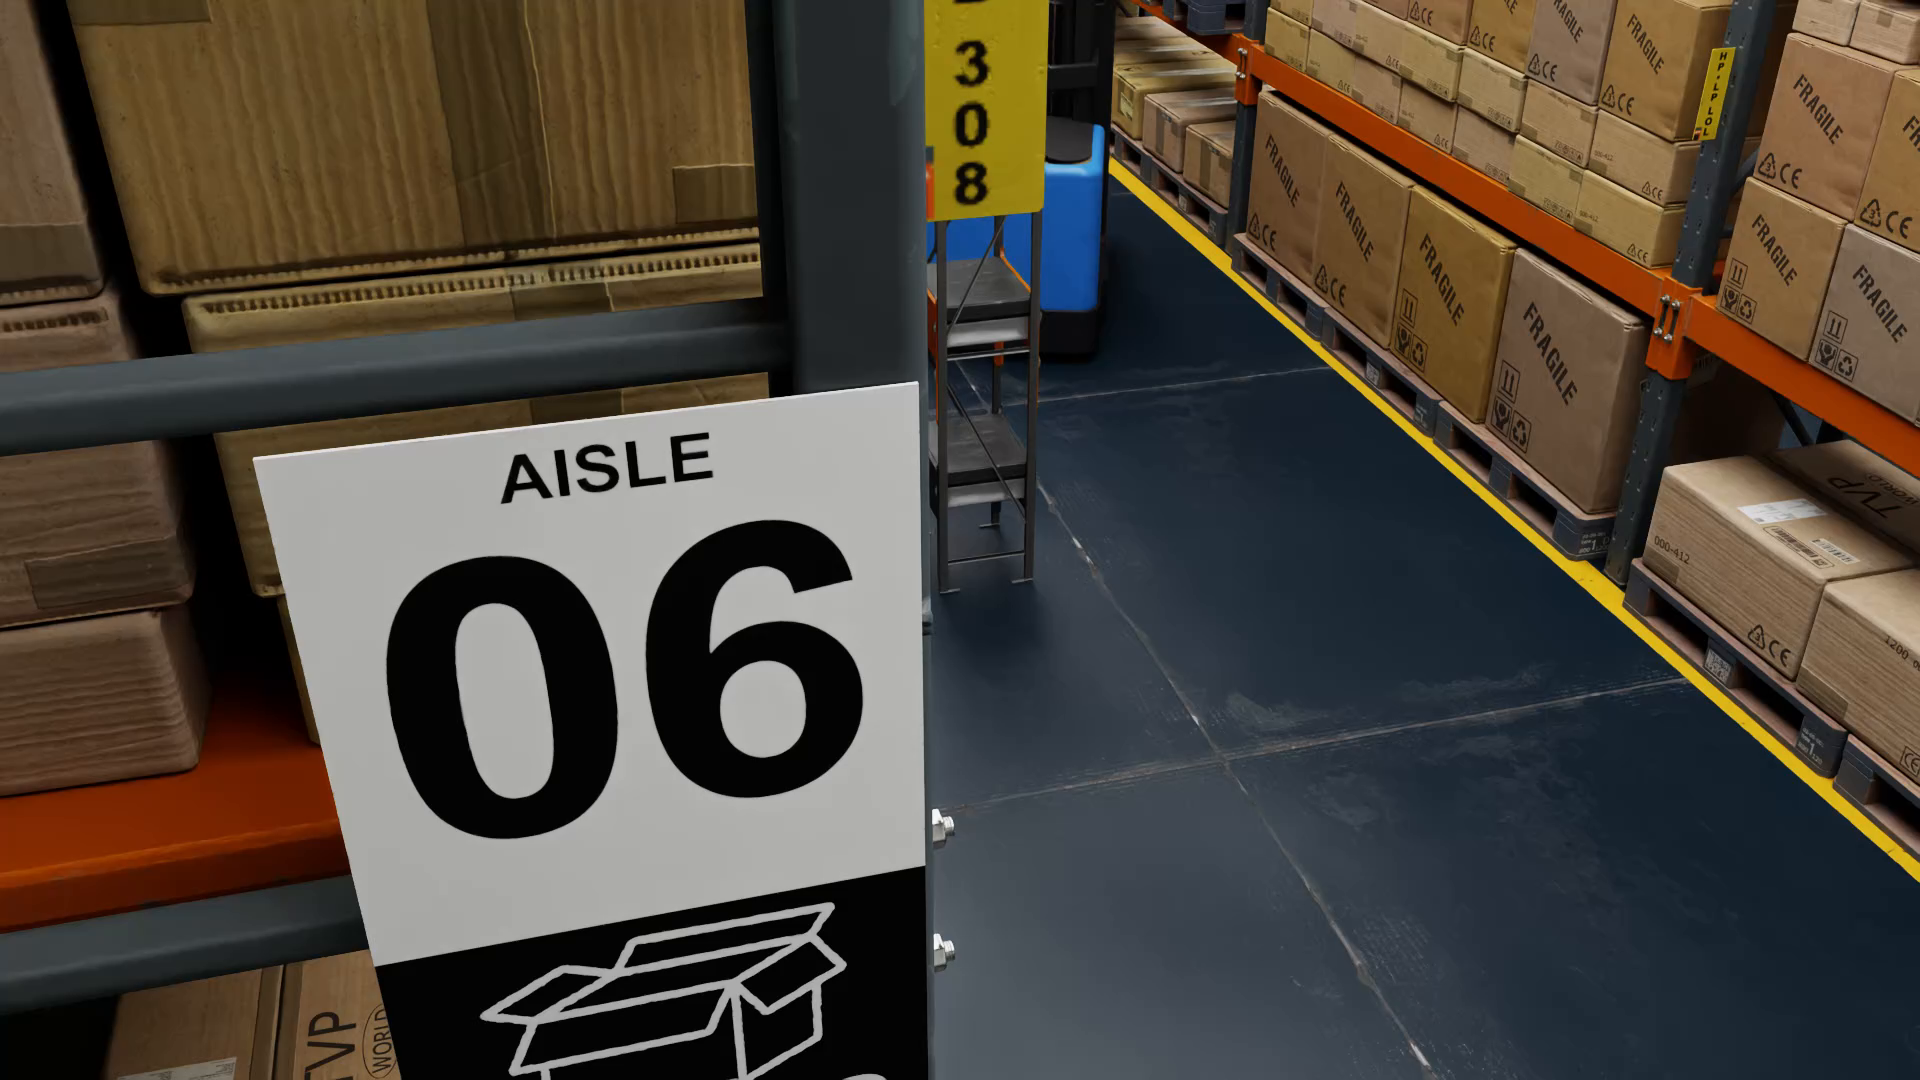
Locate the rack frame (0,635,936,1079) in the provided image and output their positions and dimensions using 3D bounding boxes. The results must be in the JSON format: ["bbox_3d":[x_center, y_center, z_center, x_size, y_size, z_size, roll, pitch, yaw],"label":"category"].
[{"bbox_3d":[-0.517,1.399,1.838,1.000,3.000,0.127,-8,31,-13],"label":"rack frame"}]

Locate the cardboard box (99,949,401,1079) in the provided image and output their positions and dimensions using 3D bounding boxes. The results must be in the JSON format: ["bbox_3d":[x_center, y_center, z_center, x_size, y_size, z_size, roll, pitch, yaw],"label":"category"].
[{"bbox_3d":[-1.031,0.899,2.555,0.500,0.250,0.500,-8,31,-13],"label":"cardboard box"}]

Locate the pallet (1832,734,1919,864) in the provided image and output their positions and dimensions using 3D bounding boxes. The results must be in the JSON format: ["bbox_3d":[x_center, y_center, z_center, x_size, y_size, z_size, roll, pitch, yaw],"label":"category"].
[{"bbox_3d":[3.659,0.980,5.345,1.003,0.211,1.213,-8,31,-13],"label":"pallet"}]

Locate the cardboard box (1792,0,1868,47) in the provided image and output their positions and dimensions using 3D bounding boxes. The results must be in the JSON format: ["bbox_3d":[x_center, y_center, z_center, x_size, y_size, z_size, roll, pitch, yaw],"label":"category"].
[{"bbox_3d":[3.039,-1.764,5.558,0.380,0.149,0.250,-8,31,-14],"label":"cardboard box"}]

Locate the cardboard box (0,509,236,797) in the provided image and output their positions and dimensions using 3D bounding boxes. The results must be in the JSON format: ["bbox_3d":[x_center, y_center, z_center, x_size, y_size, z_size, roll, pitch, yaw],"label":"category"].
[{"bbox_3d":[-0.825,0.086,1.364,0.380,0.149,0.250,-7,31,-12],"label":"cardboard box"}]

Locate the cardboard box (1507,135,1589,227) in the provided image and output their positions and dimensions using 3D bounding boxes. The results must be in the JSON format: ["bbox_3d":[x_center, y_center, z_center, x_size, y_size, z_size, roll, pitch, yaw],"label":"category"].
[{"bbox_3d":[2.709,-1.559,7.099,0.500,0.250,0.500,-8,31,-14],"label":"cardboard box"}]

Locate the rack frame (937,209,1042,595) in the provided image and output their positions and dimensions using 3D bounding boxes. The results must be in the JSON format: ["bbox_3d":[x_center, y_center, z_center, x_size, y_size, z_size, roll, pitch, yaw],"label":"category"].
[{"bbox_3d":[0.109,-0.711,6.382,0.400,2.100,0.015,-8,31,-13],"label":"rack frame"}]

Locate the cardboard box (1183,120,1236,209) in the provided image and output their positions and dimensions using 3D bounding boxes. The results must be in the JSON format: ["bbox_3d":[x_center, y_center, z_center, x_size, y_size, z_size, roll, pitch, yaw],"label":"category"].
[{"bbox_3d":[2.003,-2.445,10.684,0.950,0.372,0.625,-10,32,-17],"label":"cardboard box"}]

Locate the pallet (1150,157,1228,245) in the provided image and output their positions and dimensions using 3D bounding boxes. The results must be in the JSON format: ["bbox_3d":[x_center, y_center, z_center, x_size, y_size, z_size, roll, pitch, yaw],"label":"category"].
[{"bbox_3d":[1.938,-2.297,11.008,1.003,0.211,1.213,-8,31,-13],"label":"pallet"}]

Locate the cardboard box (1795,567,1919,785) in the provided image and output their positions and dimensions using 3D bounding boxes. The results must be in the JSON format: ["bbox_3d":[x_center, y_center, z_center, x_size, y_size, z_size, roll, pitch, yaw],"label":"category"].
[{"bbox_3d":[3.507,0.482,5.561,0.875,0.438,0.875,-9,31,-15],"label":"cardboard box"}]

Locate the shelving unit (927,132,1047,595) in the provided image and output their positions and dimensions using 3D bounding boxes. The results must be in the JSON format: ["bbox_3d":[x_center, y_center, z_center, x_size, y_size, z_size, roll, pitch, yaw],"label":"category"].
[{"bbox_3d":[0.044,-0.829,6.586,0.431,2.100,0.503,-8,31,-13],"label":"shelving unit"}]

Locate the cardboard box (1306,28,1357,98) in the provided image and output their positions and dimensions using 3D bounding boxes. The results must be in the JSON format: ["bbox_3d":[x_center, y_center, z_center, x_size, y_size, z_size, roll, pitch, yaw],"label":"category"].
[{"bbox_3d":[2.184,-2.546,8.804,0.500,0.250,0.500,-9,31,-15],"label":"cardboard box"}]

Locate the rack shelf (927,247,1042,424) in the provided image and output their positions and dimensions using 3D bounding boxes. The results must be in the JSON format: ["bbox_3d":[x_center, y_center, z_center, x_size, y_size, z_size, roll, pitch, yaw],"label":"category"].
[{"bbox_3d":[0.044,-0.817,6.593,0.431,0.518,0.480,-8,31,-13],"label":"rack shelf"}]

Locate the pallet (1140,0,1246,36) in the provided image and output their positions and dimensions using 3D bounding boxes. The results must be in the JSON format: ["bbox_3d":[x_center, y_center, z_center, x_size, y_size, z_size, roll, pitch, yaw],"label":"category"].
[{"bbox_3d":[1.852,-3.373,10.275,1.213,0.211,1.003,-8,31,-13],"label":"pallet"}]

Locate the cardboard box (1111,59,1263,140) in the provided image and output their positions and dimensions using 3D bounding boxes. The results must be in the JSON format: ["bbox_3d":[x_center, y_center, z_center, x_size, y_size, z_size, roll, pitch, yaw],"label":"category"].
[{"bbox_3d":[1.604,-3.167,11.932,0.950,0.372,0.625,-7,31,-12],"label":"cardboard box"}]

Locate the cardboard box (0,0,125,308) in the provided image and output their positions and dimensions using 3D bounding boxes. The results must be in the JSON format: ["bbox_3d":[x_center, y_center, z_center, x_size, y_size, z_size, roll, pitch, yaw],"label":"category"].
[{"bbox_3d":[-0.905,-0.357,1.231,0.500,0.250,0.500,-9,31,-15],"label":"cardboard box"}]

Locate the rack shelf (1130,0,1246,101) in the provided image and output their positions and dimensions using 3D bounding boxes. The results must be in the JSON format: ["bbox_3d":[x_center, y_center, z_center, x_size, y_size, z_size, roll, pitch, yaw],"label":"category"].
[{"bbox_3d":[1.613,-3.781,11.506,1.077,0.370,4.000,-8,31,-13],"label":"rack shelf"}]

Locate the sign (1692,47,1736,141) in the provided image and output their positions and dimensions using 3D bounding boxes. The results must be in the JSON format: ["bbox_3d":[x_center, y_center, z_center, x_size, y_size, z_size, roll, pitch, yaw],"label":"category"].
[{"bbox_3d":[2.685,-1.584,5.916,0.100,0.325,0.005,-8,31,-13],"label":"sign"}]

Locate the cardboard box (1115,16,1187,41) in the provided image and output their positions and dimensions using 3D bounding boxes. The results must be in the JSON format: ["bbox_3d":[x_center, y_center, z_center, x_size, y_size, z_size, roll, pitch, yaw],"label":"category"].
[{"bbox_3d":[1.224,-3.850,13.111,0.950,0.372,0.625,-7,31,-13],"label":"cardboard box"}]

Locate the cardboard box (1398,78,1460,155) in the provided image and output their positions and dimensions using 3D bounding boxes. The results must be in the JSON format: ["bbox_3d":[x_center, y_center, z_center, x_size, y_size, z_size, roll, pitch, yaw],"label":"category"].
[{"bbox_3d":[2.452,-2.054,7.954,0.500,0.250,0.500,-8,31,-13],"label":"cardboard box"}]

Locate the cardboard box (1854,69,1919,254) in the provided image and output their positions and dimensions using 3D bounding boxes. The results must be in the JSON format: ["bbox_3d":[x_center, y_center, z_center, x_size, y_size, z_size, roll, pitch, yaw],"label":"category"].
[{"bbox_3d":[3.226,-1.164,5.168,0.500,0.500,0.500,-8,31,-14],"label":"cardboard box"}]

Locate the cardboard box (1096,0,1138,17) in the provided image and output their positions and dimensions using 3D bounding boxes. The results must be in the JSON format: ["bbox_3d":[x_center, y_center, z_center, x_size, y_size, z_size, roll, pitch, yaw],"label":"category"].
[{"bbox_3d":[1.186,-4.695,13.945,0.500,0.500,0.500,-6,31,-11],"label":"cardboard box"}]

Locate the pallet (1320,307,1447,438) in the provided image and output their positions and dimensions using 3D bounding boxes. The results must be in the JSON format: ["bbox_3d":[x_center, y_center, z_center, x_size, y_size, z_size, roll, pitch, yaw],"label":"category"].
[{"bbox_3d":[2.601,-0.941,8.664,1.003,0.211,1.213,-8,31,-13],"label":"pallet"}]

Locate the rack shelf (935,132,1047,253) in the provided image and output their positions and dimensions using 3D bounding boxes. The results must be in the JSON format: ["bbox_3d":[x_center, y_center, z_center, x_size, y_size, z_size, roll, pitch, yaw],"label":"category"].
[{"bbox_3d":[0.044,-1.423,6.242,0.431,0.518,0.480,-8,31,-13],"label":"rack shelf"}]

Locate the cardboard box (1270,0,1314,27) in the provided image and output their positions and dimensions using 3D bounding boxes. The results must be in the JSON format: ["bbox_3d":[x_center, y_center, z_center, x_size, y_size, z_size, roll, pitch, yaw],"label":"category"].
[{"bbox_3d":[2.040,-3.000,9.090,0.500,0.250,0.500,-8,31,-14],"label":"cardboard box"}]

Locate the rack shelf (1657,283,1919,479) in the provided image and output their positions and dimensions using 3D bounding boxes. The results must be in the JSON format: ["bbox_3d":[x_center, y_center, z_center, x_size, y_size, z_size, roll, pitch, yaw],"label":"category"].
[{"bbox_3d":[3.736,0.083,4.831,1.077,0.370,4.000,-8,31,-13],"label":"rack shelf"}]

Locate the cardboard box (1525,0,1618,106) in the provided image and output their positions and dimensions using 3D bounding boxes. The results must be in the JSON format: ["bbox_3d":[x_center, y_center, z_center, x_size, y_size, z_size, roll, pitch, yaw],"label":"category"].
[{"bbox_3d":[2.700,-2.102,6.789,0.500,0.500,0.500,-7,31,-12],"label":"cardboard box"}]

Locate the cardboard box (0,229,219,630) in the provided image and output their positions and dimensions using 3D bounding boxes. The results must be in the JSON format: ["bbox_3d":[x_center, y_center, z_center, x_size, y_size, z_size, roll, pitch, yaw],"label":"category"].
[{"bbox_3d":[-0.898,-0.141,1.359,0.500,0.250,0.500,-8,31,-14],"label":"cardboard box"}]

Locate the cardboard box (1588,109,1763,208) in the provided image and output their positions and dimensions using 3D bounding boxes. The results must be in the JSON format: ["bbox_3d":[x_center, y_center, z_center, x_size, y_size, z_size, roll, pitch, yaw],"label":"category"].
[{"bbox_3d":[2.854,-1.527,6.544,0.500,0.250,0.500,-8,31,-13],"label":"cardboard box"}]

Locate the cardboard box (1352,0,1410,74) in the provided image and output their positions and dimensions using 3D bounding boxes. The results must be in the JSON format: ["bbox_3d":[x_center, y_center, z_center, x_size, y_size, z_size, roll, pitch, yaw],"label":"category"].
[{"bbox_3d":[2.297,-2.508,8.240,0.500,0.250,0.500,-8,31,-13],"label":"cardboard box"}]

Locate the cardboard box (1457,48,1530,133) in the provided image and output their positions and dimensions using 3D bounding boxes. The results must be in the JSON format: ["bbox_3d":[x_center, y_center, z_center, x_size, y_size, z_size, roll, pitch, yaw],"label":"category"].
[{"bbox_3d":[2.571,-2.016,7.390,0.500,0.250,0.500,-7,31,-12],"label":"cardboard box"}]

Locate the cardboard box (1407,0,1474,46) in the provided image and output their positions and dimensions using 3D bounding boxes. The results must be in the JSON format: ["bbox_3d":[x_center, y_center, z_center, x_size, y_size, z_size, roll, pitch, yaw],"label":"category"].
[{"bbox_3d":[2.433,-2.597,7.645,0.500,0.500,0.500,-7,31,-12],"label":"cardboard box"}]

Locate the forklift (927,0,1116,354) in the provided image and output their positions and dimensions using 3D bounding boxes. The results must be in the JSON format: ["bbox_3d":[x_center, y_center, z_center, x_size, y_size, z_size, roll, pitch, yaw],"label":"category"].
[{"bbox_3d":[0.340,-2.966,9.448,1.130,2.935,3.031,3,30,4],"label":"forklift"}]

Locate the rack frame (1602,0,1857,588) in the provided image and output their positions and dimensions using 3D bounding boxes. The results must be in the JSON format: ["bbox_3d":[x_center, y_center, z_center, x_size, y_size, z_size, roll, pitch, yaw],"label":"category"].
[{"bbox_3d":[3.206,-1.194,6.319,1.000,3.000,0.127,-8,31,-13],"label":"rack frame"}]

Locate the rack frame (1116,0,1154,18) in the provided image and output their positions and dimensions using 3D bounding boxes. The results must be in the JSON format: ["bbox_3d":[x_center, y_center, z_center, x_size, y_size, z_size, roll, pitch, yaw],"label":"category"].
[{"bbox_3d":[1.082,-5.058,12.995,1.000,3.000,0.127,-8,31,-13],"label":"rack frame"}]

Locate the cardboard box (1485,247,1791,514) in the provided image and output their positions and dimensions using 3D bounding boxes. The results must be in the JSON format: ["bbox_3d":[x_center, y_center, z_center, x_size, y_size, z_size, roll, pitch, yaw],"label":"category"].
[{"bbox_3d":[2.964,-0.745,7.245,0.875,0.875,0.875,-7,31,-12],"label":"cardboard box"}]

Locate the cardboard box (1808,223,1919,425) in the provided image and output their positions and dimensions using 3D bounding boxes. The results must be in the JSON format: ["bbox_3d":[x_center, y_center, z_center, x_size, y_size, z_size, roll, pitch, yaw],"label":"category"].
[{"bbox_3d":[3.207,-0.733,5.422,0.500,0.500,0.500,-8,31,-13],"label":"cardboard box"}]

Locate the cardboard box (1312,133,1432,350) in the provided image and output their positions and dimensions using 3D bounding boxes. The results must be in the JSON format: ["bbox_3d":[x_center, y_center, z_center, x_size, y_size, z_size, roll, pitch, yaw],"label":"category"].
[{"bbox_3d":[2.480,-1.613,8.743,0.875,0.875,0.875,-7,31,-13],"label":"cardboard box"}]
